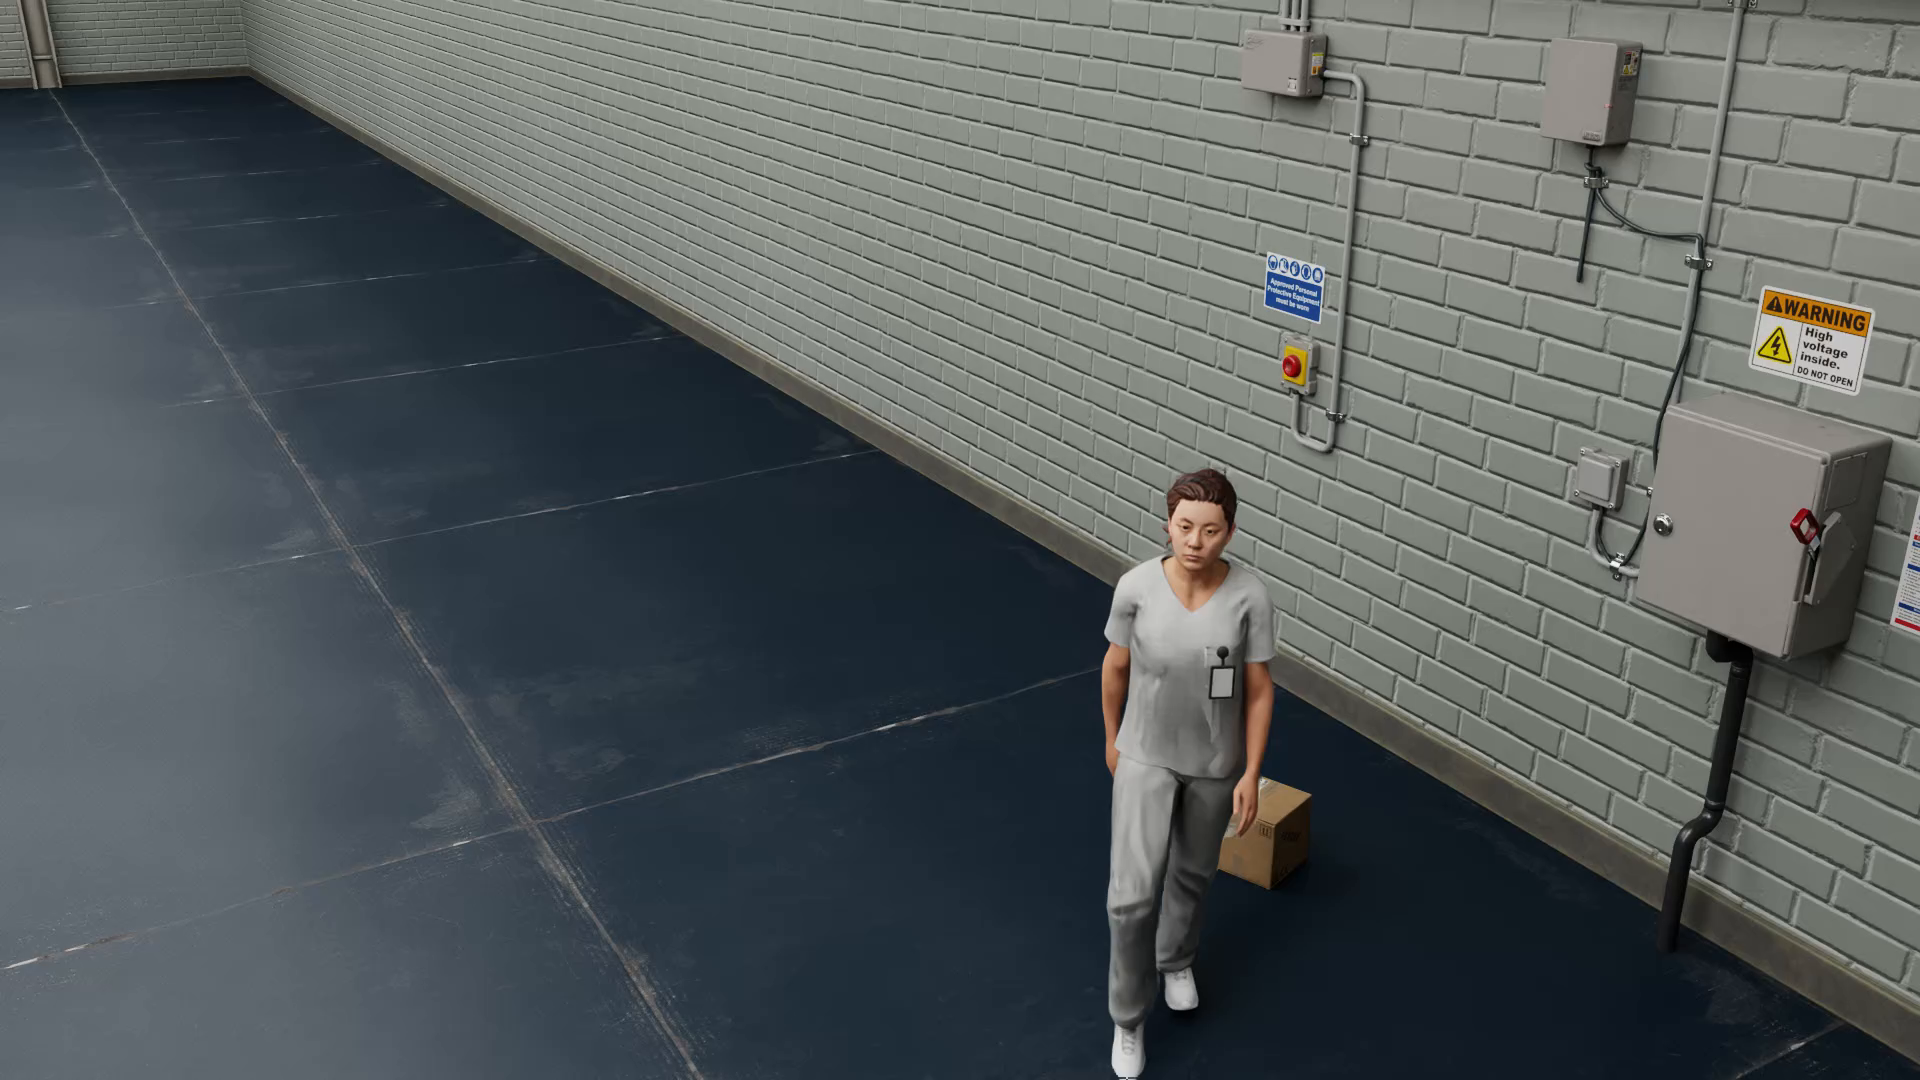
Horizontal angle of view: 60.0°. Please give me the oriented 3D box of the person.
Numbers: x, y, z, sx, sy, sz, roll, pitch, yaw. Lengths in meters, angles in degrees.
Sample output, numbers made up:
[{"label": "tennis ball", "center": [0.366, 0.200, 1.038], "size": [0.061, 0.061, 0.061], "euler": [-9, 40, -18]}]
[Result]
[{"label": "person", "center": [0.609, 0.632, 4.536], "size": [0.455, 1.722, 0.546], "euler": [1, 22, 3]}]
